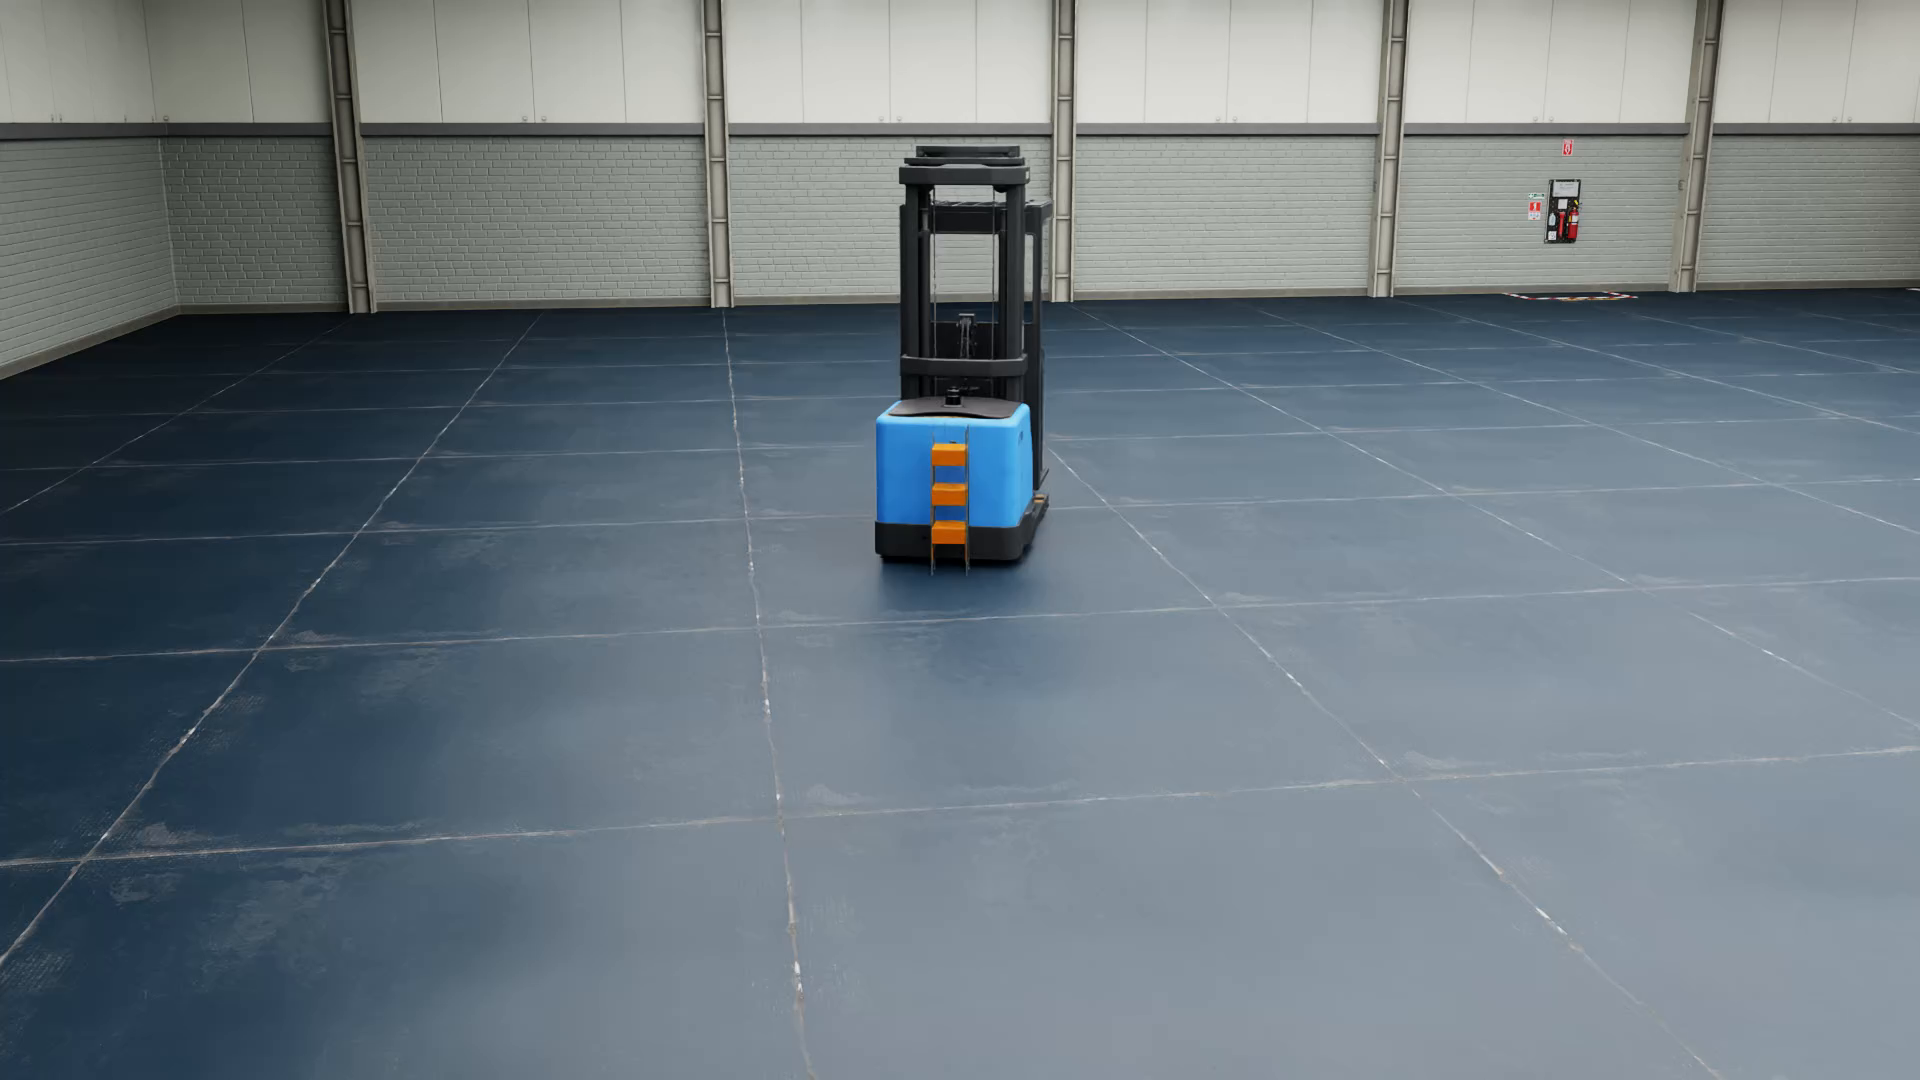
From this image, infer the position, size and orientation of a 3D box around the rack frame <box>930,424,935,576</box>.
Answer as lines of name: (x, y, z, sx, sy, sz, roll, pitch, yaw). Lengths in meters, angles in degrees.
rack frame: (-0.192, -0.280, 11.663, 0.008, 1.050, 0.200, 1, 16, 5)

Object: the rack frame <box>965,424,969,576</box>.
rack frame: (0.051, -0.275, 11.643, 0.008, 1.050, 0.200, 1, 16, 5)

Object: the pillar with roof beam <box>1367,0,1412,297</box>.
pillar with roof beam: (8.380, -7.824, 25.421, 0.400, 9.000, 9.100, -2, 14, -8)

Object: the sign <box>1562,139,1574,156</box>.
sign: (11.199, -7.235, 30.639, 0.199, 0.298, 0.001, -2, 14, -8)

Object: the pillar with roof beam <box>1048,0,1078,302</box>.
pillar with roof beam: (2.447, -7.607, 24.554, 0.400, 9.000, 9.100, -2, 14, -8)

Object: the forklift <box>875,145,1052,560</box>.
forklift: (0.125, -1.587, 13.026, 1.130, 2.935, 3.031, 2, 14, 9)

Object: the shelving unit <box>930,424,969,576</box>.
shelving unit: (-0.071, -0.278, 11.653, 0.252, 1.050, 0.215, 1, 16, 5)

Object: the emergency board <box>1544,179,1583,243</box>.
emergency board: (11.222, -6.087, 30.826, 0.643, 1.169, 0.194, -2, 14, -8)

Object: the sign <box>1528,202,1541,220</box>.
sign: (10.660, -6.109, 30.841, 0.234, 0.329, 0.001, -2, 14, -8)

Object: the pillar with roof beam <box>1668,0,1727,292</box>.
pillar with roof beam: (14.313, -8.042, 26.288, 0.400, 9.000, 9.100, -2, 14, -8)

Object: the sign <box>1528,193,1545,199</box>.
sign: (10.666, -6.364, 30.769, 0.331, 0.109, 0.001, -2, 14, -8)

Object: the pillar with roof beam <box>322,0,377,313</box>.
pillar with roof beam: (-9.419, -7.172, 22.820, 0.400, 9.000, 9.100, -2, 14, -8)

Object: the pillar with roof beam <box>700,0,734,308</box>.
pillar with roof beam: (-3.486, -7.389, 23.687, 0.400, 9.000, 9.100, -2, 14, -8)

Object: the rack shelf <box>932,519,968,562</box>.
rack shelf: (-0.070, -0.001, 11.734, 0.240, 0.259, 0.215, 1, 16, 5)

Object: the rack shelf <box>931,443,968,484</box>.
rack shelf: (-0.072, -0.540, 11.576, 0.240, 0.259, 0.215, 1, 16, 5)

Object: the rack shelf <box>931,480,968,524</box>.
rack shelf: (-0.071, -0.268, 11.656, 0.240, 0.259, 0.215, 1, 16, 5)

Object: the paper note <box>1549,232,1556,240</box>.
paper note: (11.037, -5.670, 30.974, 0.142, 0.148, 0.016, -2, 14, -8)
